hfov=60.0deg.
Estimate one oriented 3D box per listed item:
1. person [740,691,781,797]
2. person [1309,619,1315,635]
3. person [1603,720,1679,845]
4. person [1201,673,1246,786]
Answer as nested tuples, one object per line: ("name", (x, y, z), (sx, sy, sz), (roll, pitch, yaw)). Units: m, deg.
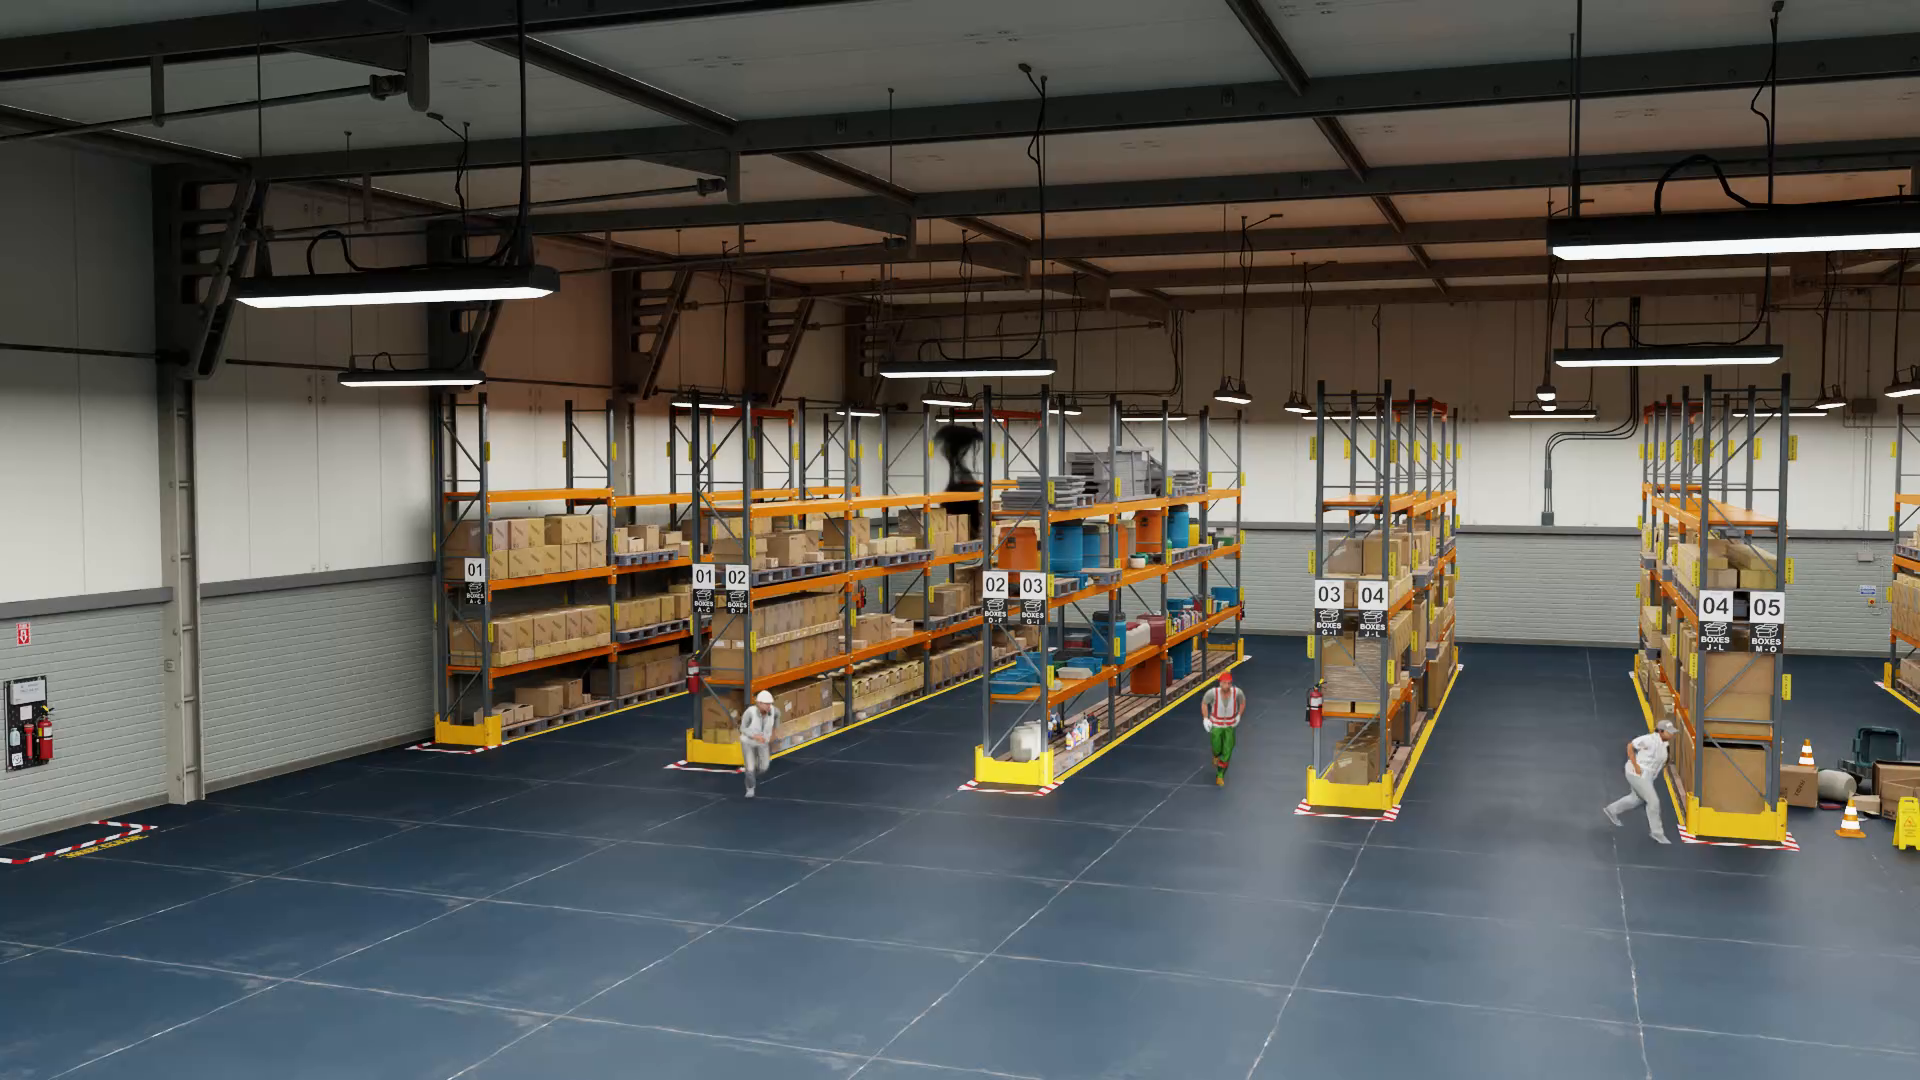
("person", (-2.868, 2.933, 23.999), (0.683, 1.589, 0.829), (-2, 3, -29))
("person", (7.957, 2.279, 36.532), (0.566, 1.617, 0.732), (1, 3, 17))
("person", (8.780, 3.090, 21.505), (0.642, 1.627, 1.033), (-2, 4, -34))
("person", (3.978, 2.826, 25.183), (0.656, 1.722, 0.910), (0, 3, -4))
